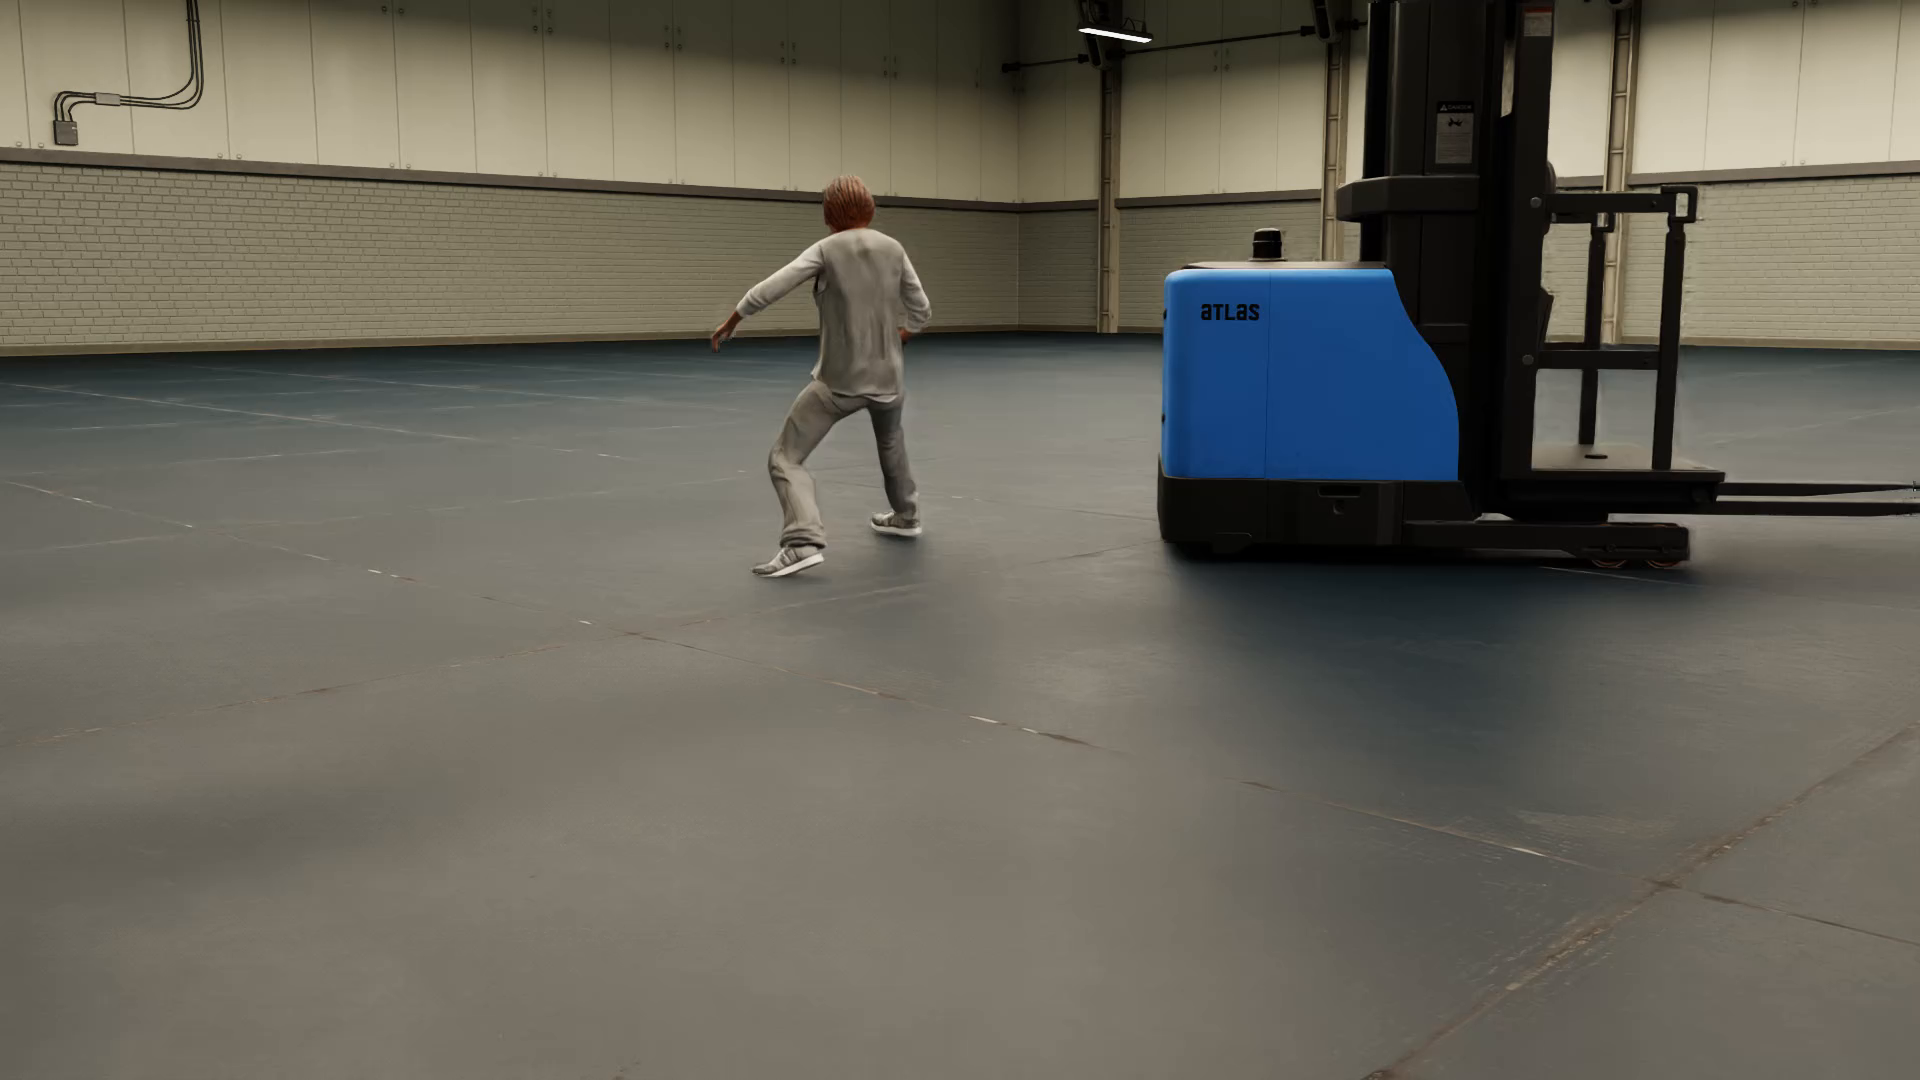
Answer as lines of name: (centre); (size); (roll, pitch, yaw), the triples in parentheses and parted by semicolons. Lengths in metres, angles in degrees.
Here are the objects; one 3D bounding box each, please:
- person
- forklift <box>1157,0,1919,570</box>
person: (-0.465, -0.630, 6.269); (0.925, 1.435, 0.874); (-4, 10, -27)
forklift: (2.311, -1.425, 6.338); (3.031, 2.935, 1.130); (1, 9, 6)
